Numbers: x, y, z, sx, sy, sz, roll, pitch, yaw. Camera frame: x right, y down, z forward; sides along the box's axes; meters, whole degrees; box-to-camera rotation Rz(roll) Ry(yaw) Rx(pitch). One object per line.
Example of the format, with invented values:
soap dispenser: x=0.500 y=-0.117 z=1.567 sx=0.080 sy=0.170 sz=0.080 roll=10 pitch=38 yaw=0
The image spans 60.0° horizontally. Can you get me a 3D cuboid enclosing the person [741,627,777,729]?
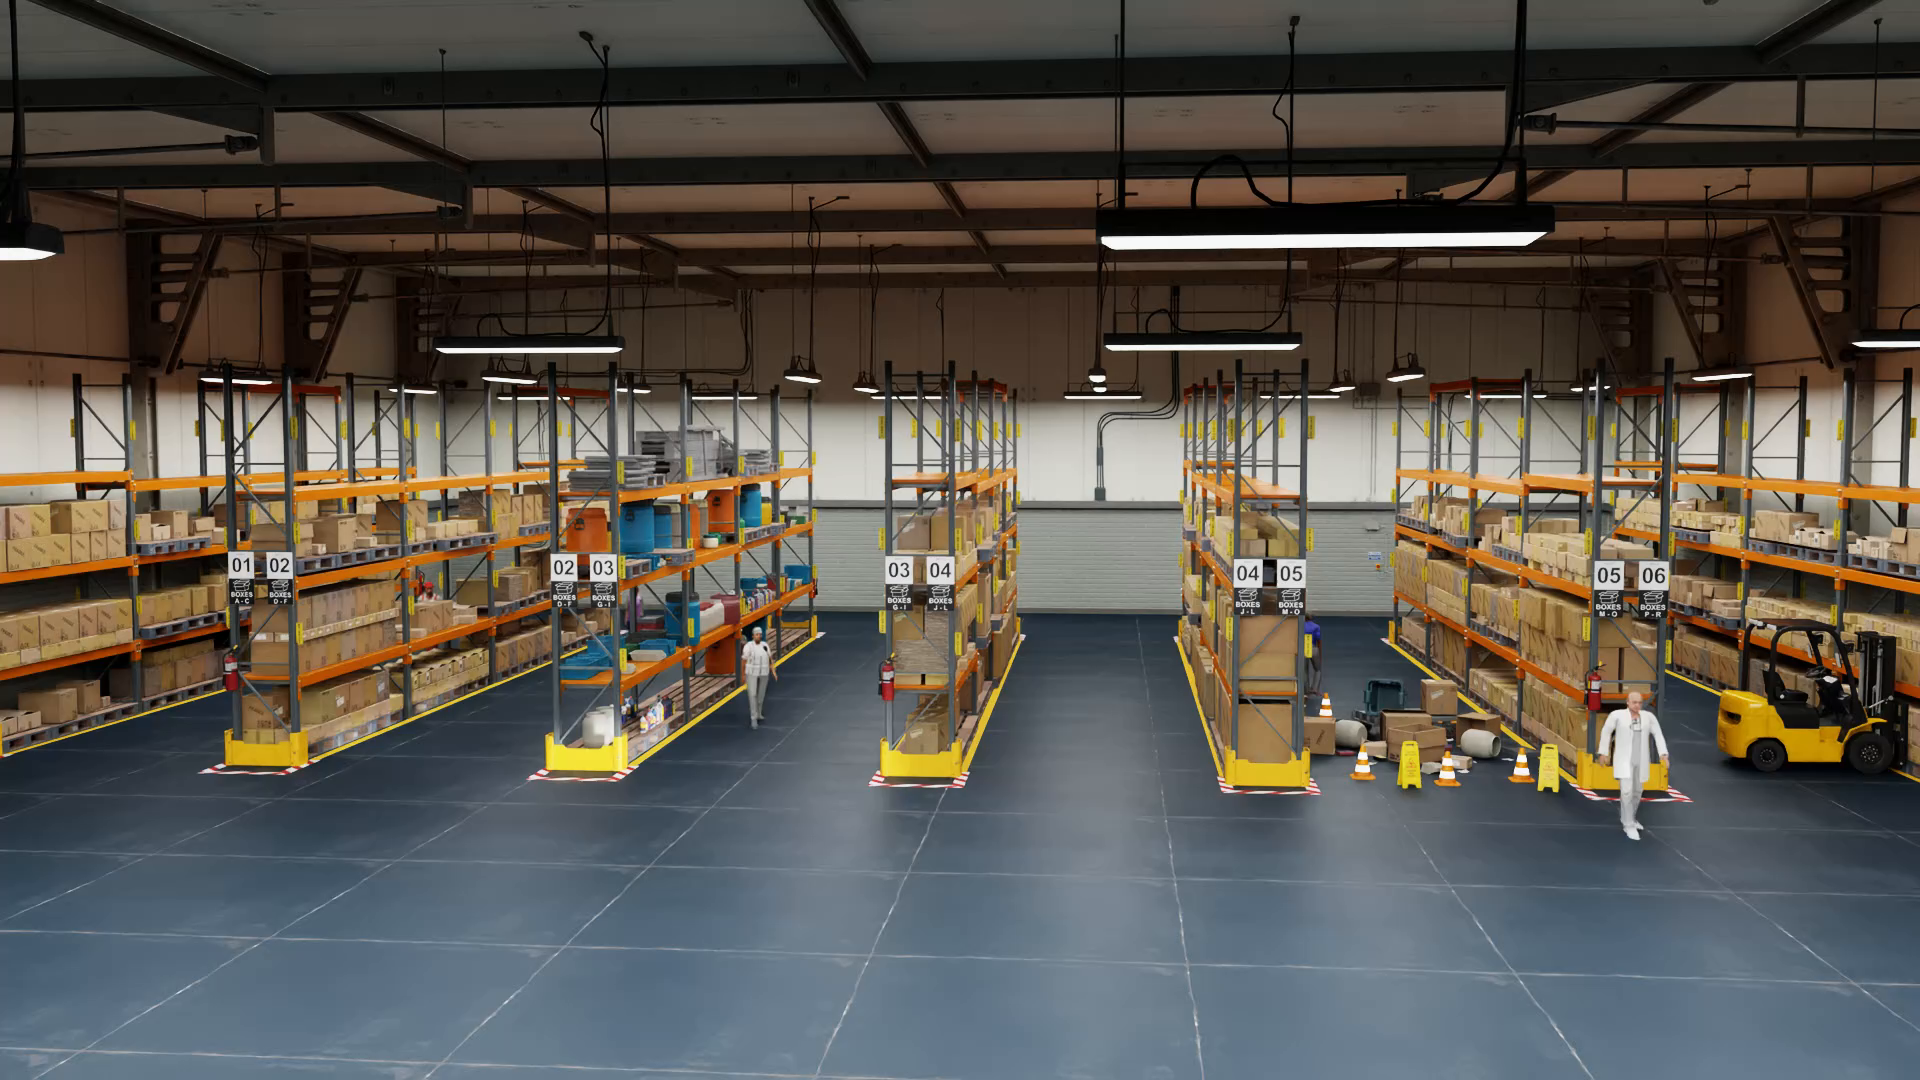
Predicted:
person: x=-3.430 y=2.324 z=28.350 sx=0.566 sy=1.668 sz=0.885 roll=-1 pitch=4 yaw=-21

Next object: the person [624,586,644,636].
person: x=-7.274 y=1.766 z=37.121 sx=0.412 sy=1.553 sz=0.882 roll=0 pitch=4 yaw=-4

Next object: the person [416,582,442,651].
person: x=-11.454 y=1.761 z=35.789 sx=0.512 sy=1.725 sz=1.067 roll=1 pitch=4 yaw=8

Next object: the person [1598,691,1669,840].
person: x=8.367 y=2.767 z=20.689 sx=0.722 sy=1.796 sz=0.765 roll=0 pitch=4 yaw=3

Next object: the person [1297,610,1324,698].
person: x=6.541 y=2.139 z=31.072 sx=0.505 sy=1.656 sz=0.501 roll=1 pitch=4 yaw=8
